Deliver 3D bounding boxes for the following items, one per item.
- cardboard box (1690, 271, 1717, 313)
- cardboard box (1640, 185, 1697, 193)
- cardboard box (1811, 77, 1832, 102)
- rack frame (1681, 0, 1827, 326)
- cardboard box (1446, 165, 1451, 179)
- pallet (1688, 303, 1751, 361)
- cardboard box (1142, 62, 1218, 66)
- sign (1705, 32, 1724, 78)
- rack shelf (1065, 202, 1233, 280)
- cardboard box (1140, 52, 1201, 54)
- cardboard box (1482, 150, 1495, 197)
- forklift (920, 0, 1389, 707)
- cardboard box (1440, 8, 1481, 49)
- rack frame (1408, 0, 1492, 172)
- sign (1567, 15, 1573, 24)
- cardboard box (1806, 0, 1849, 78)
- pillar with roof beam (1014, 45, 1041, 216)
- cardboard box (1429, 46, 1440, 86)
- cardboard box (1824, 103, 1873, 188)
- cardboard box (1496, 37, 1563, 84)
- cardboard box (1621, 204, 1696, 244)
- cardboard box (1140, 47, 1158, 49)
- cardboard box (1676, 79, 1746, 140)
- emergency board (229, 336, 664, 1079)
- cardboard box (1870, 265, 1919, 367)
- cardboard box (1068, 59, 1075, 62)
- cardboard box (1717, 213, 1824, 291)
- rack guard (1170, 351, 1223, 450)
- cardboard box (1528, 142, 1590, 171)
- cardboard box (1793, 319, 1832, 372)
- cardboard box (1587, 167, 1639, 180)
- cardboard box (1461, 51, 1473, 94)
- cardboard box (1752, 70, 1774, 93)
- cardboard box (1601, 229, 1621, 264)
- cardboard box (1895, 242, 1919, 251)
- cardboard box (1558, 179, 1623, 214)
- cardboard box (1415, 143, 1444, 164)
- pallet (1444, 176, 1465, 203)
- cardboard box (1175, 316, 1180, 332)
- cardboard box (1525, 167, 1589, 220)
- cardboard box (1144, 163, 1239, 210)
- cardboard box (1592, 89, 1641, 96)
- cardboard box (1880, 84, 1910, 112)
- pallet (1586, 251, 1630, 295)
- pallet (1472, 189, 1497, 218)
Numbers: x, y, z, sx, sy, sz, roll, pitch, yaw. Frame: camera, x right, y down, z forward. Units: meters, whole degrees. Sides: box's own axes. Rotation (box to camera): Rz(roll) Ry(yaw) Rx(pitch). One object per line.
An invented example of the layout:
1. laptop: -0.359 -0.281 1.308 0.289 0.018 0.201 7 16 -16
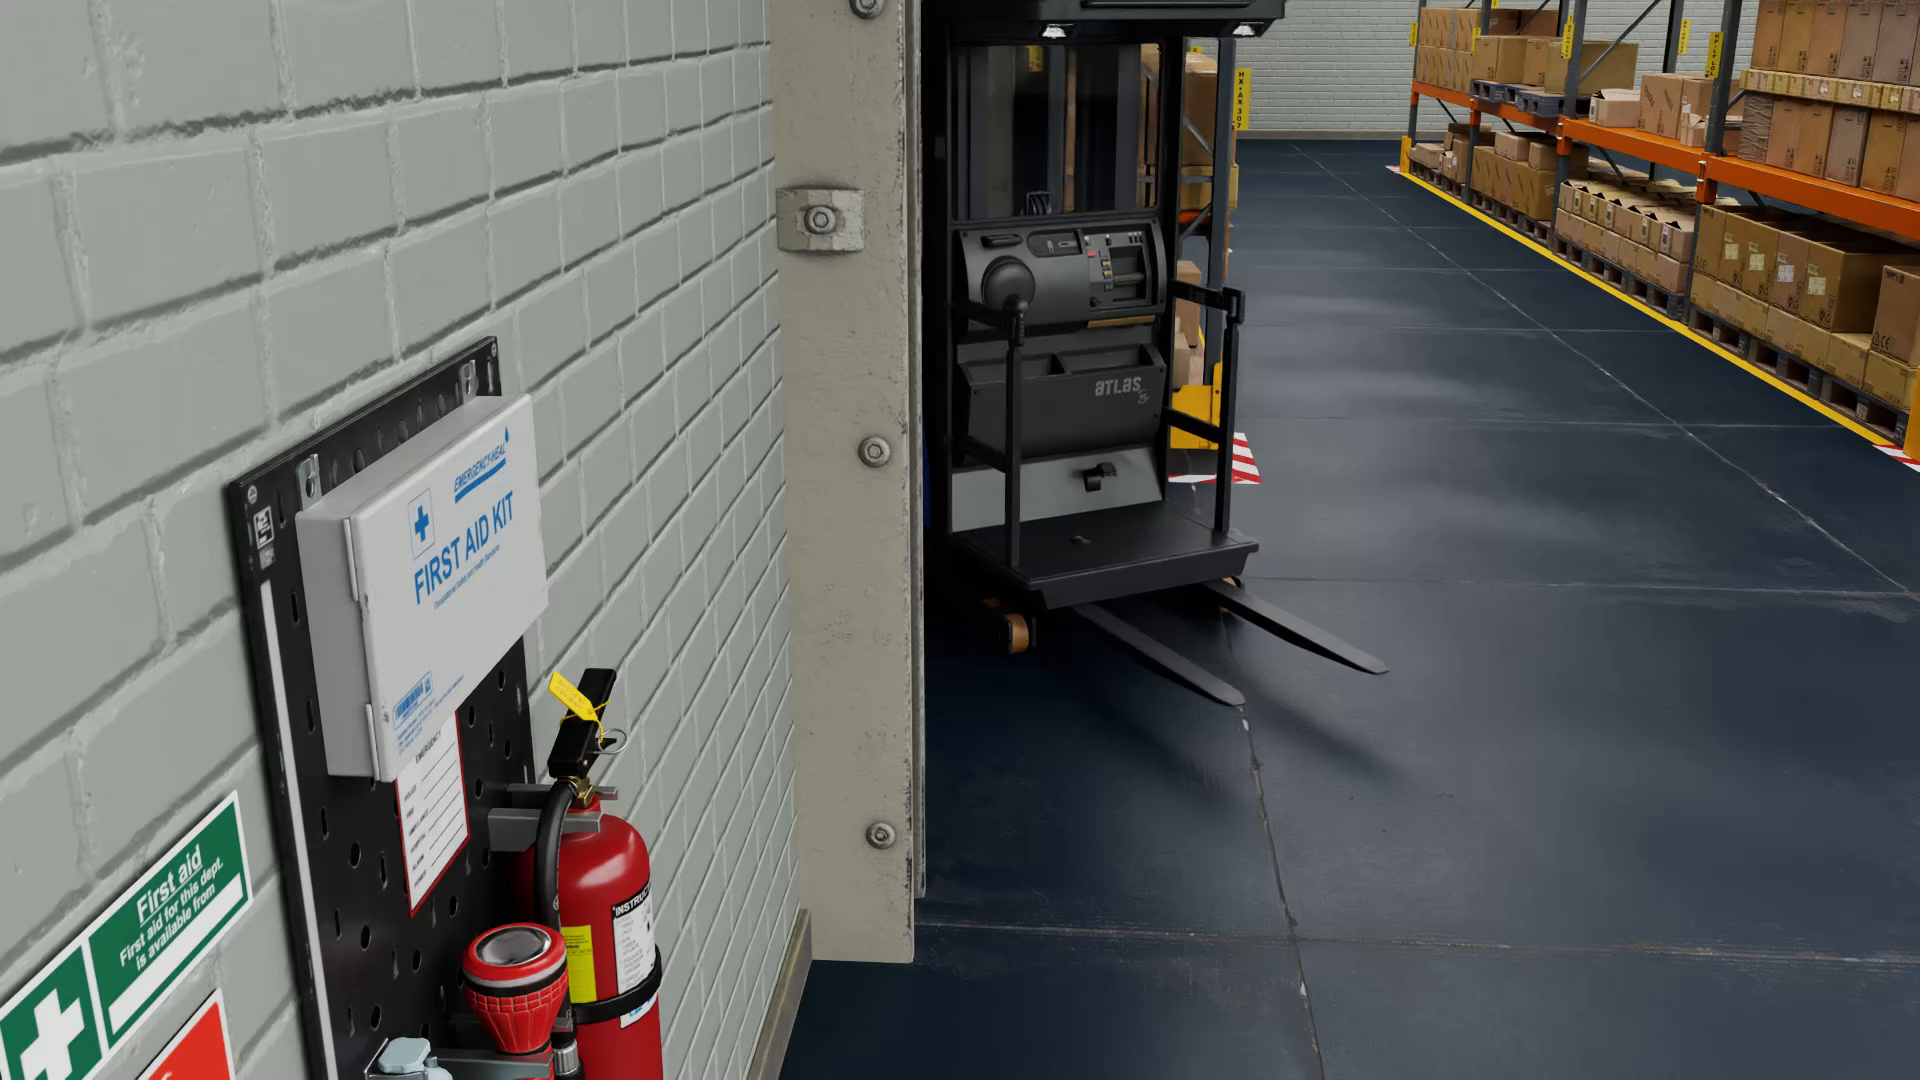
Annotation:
1. cardboard box: 5.867 -1.871 12.557 0.500 0.250 0.500 1 18 4
2. cardboard box: 6.667 -3.187 15.674 0.500 0.311 0.500 1 18 3
3. cardboard box: 5.902 -2.992 11.034 0.380 0.149 0.250 1 18 2
4. rack frame: 6.203 -3.115 12.613 1.000 3.000 0.127 1 18 4
5. cardboard box: 6.501 -4.755 21.490 0.380 0.149 0.250 1 18 4
6. pallet: 6.104 -1.544 12.297 1.003 0.211 1.213 1 18 4
7. cardboard box: 1.397 -2.732 10.448 0.500 0.500 0.500 1 18 2
8. sign: 5.661 -3.637 12.473 0.100 0.325 0.005 1 18 4
9. rack shelf: 1.118 -2.262 11.164 1.077 0.370 4.000 1 18 4
10. cardboard box: 1.536 -3.366 12.382 0.500 0.500 0.500 1 18 4
11. cardboard box: 6.471 -4.310 19.569 0.500 0.500 0.500 2 18 5
12. forklift: 0.523 -1.098 6.567 1.130 2.935 3.031 -9 20 -25
13. cardboard box: 6.662 -6.757 21.962 0.500 0.500 0.500 1 18 3
14. rack frame: 7.063 -6.842 23.987 1.000 3.000 0.127 1 18 4
15. sign: 7.330 -6.139 19.981 0.100 0.325 0.005 1 18 4
16. cardboard box: 6.106 -3.329 11.021 0.700 0.500 0.500 1 18 4
17. pillar with roof beam: 4.886 -6.837 14.338 9.100 9.000 0.400 1 18 4
18. cardboard box: 6.698 -6.442 22.604 0.500 0.500 0.500 1 18 4
19. cardboard box: 6.070 -2.546 10.716 0.700 0.500 0.500 2 18 6
20. cardboard box: 6.533 -5.490 19.025 0.700 0.500 0.500 4 19 13
21. cardboard box: 6.015 -2.724 14.259 0.500 0.311 0.500 1 18 4
22. cardboard box: 1.457 -4.190 15.026 0.700 0.500 0.500 1 18 4
23. cardboard box: 6.312 -3.565 13.824 0.500 0.500 0.500 3 18 8
24. emergency board: -0.483 0.411 1.852 0.194 1.169 0.643 1 18 4
25. cardboard box: 5.658 -1.296 9.597 0.500 0.500 0.500 1 18 4
26. cardboard box: 0.911 -2.901 10.965 0.500 0.500 0.500 2 18 5
27. cardboard box: 5.829 -2.072 11.967 0.500 0.500 0.500 1 18 4
28. rack guard: 0.980 -0.818 9.617 1.175 0.500 0.348 1 18 4
29. cardboard box: 6.322 -4.049 17.565 0.500 0.250 0.500 2 18 6
30. cardboard box: 5.718 -1.250 10.662 0.500 0.250 0.500 1 18 4
31. cardboard box: 6.839 -3.677 17.634 0.500 0.500 0.500 1 18 2
32. cardboard box: 6.556 -5.808 20.672 0.500 0.500 0.500 2 18 5
33. cardboard box: 5.972 -3.314 12.017 0.380 0.149 0.250 2 18 5
34. cardboard box: 6.055 -2.617 14.835 0.500 0.250 0.500 2 18 5
35. cardboard box: 6.233 -1.595 10.510 0.500 0.500 0.500 1 18 4
36. cardboard box: 6.159 -3.361 16.204 0.500 0.311 0.500 2 18 6
37. cardboard box: 6.705 -5.427 23.377 0.500 0.250 0.500 1 18 4
38. pallet: 6.826 -4.488 21.281 1.003 0.211 1.213 1 18 4
39. cardboard box: 1.155 -1.304 10.696 0.500 0.311 0.500 3 18 8
40. cardboard box: 6.322 -3.675 17.628 0.500 0.500 0.500 2 18 6
41. cardboard box: 1.326 -2.065 9.617 0.500 0.250 0.500 1 18 2
42. cardboard box: 6.420 -4.203 16.077 0.500 0.311 0.500 2 18 7
43. cardboard box: 5.828 -2.672 10.058 0.380 0.149 0.250 2 18 6
44. pallet: 6.301 -2.400 14.908 1.003 0.211 1.213 1 18 4
45. pallet: 6.756 -4.021 19.857 1.003 0.211 1.213 1 18 4
